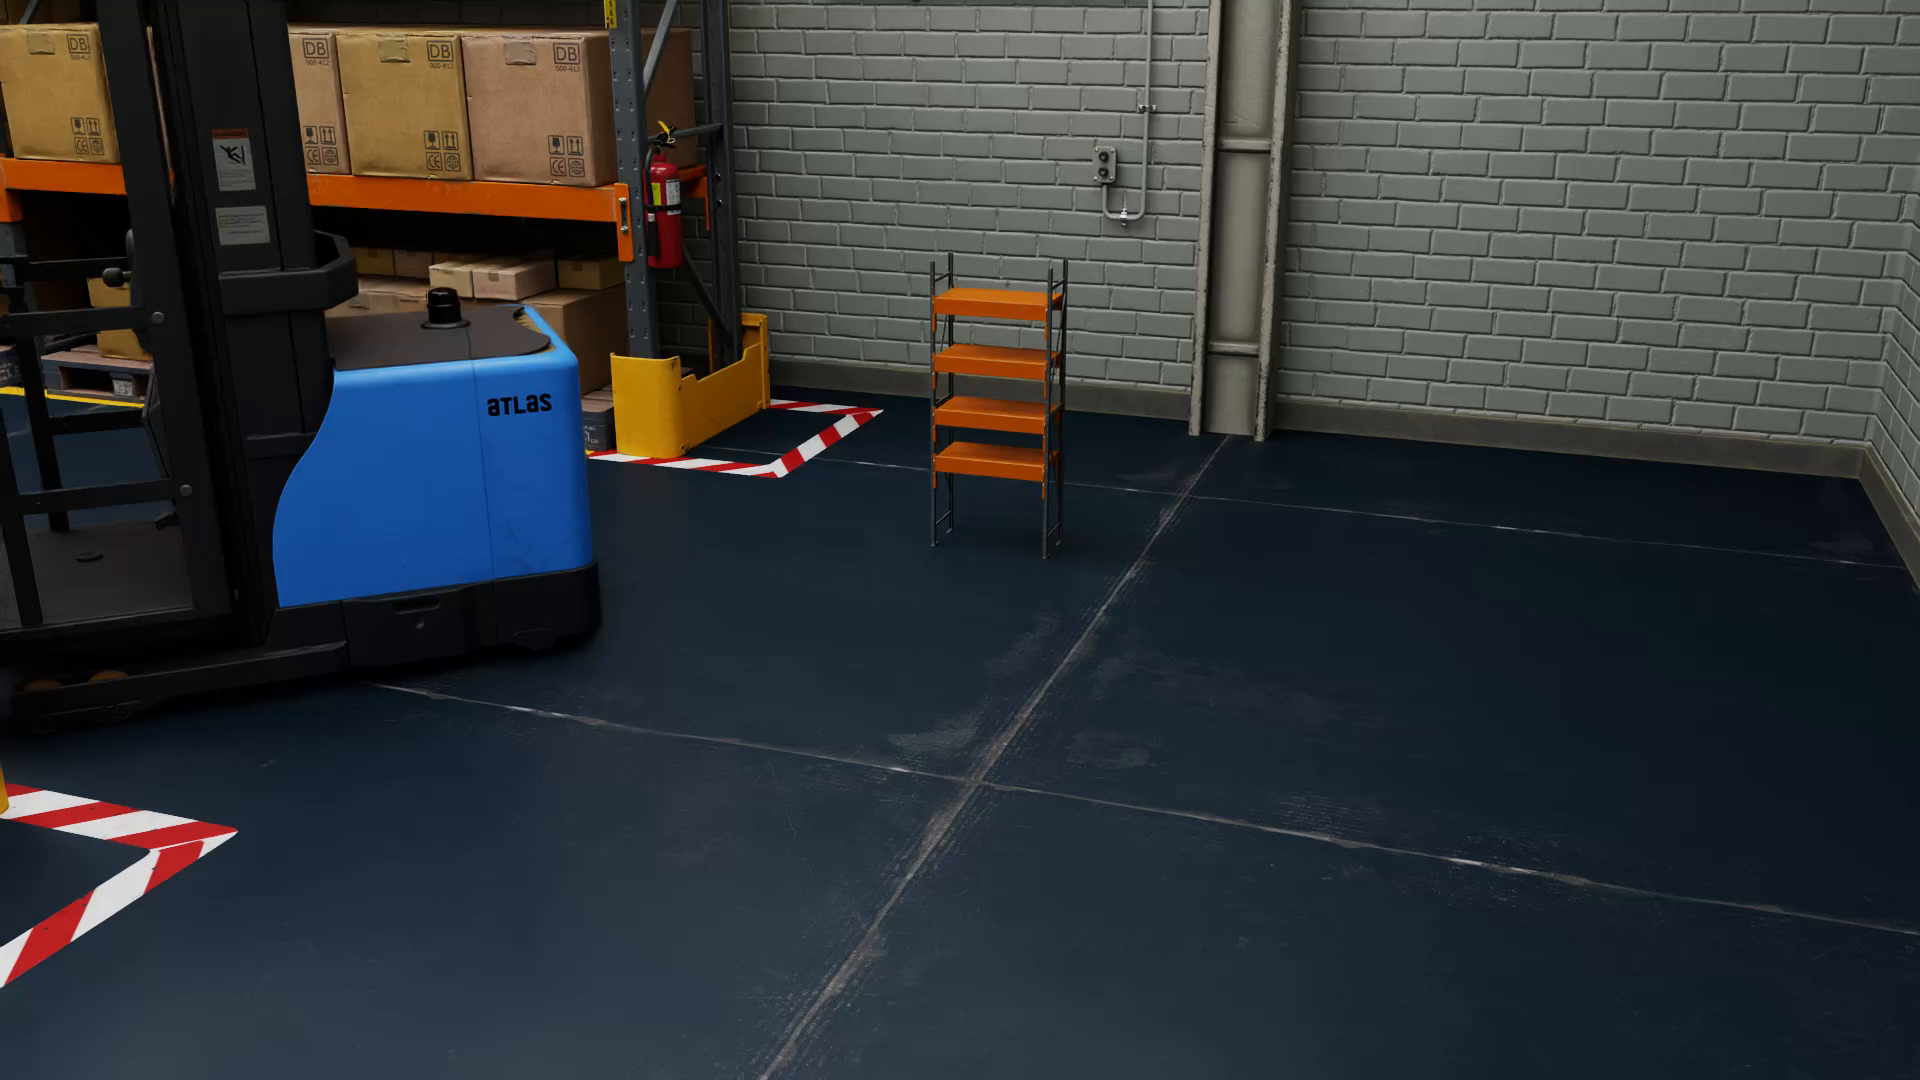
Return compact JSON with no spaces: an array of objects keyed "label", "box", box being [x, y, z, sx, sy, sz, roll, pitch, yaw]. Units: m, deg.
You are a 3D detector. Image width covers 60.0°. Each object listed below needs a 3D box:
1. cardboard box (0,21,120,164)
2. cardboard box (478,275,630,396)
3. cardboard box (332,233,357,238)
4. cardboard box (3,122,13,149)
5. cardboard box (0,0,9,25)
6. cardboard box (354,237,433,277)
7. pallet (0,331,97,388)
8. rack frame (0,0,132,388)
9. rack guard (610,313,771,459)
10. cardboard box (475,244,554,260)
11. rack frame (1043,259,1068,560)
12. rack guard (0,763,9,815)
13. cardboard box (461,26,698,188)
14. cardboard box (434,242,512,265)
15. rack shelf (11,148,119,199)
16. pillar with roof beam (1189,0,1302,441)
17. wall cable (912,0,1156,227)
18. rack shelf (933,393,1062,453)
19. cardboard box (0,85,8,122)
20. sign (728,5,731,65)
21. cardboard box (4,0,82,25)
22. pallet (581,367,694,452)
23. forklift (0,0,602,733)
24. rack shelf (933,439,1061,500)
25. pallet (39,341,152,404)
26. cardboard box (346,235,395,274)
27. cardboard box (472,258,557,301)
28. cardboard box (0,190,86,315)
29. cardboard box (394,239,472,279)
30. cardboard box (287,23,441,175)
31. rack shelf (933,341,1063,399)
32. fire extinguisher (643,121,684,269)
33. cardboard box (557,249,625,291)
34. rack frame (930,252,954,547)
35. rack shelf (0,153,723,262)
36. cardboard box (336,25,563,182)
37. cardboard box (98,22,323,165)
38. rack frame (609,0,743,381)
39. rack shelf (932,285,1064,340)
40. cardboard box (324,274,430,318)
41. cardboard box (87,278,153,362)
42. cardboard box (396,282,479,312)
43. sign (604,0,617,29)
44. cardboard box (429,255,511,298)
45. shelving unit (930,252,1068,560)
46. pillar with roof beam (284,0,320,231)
[{"label":"cardboard box","box":[-4.679,-2.523,9.302,0.700,0.700,0.980,7,20,19]},{"label":"cardboard box","box":[-2.102,-1.076,8.765,0.500,0.500,0.700,7,20,18]},{"label":"cardboard box","box":[-3.600,-1.622,9.347,0.250,0.149,0.380,7,20,19]},{"label":"cardboard box","box":[-5.599,-2.285,9.424,0.250,0.149,0.380,7,20,19]},{"label":"cardboard box","box":[-5.712,-2.967,9.259,0.500,0.250,0.500,7,20,19]},{"label":"cardboard box","box":[-3.116,-1.567,9.189,0.250,0.149,0.380,7,20,19]},{"label":"pallet","box":[-5.940,-1.188,10.165,1.213,0.211,1.003,7,20,18]},{"label":"rack frame","box":[-5.186,-2.445,9.534,0.127,3.000,1.000,7,20,18]},{"label":"rack guard","box":[-1.385,-0.830,8.699,0.348,0.500,1.175,7,20,18]},{"label":"cardboard box","box":[-2.397,-1.485,8.954,0.250,0.149,0.380,7,20,18]},{"label":"rack frame","box":[0.387,-0.522,6.752,0.015,1.200,0.240,7,20,18]},{"label":"rack guard","box":[-3.102,0.700,4.310,0.348,0.500,1.175,7,20,18]},{"label":"cardboard box","box":[-1.893,-2.207,8.394,0.700,0.700,0.980,7,21,21]},{"label":"cardboard box","box":[-2.633,-1.512,9.032,0.250,0.149,0.380,7,20,19]},{"label":"rack shelf","box":[-7.076,-2.322,10.272,4.000,0.370,1.077,7,20,18]},{"label":"pillar with roof beam","box":[0.014,-3.485,3.402,0.400,9.000,9.100,7,20,18]},{"label":"wall cable","box":[0.112,-2.649,8.574,1.851,1.984,0.084,7,20,18]},{"label":"rack shelf","box":[0.156,-0.485,6.850,0.480,0.148,0.258,7,20,18]},{"label":"cardboard box","box":[-5.705,-2.614,9.384,0.500,0.500,0.500,6,20,17]},{"label":"sign","box":[-1.220,-2.631,8.632,0.005,0.325,0.100,7,20,18]},{"label":"cardboard box","box":[-5.535,-3.127,9.717,0.500,0.250,0.500,7,20,20]},{"label":"pallet","box":[-2.189,-0.758,8.932,1.213,0.211,1.003,7,20,18]},{"label":"forklift","box":[-2.860,-0.964,5.390,3.031,2.935,1.130,-8,21,-21]},{"label":"rack shelf","box":[0.156,-0.298,6.915,0.480,0.148,0.258,7,20,18]},{"label":"pallet","box":[-4.494,-1.022,9.688,1.213,0.211,1.003,7,20,18]},{"label":"cardboard box","box":[-3.355,-1.595,9.268,0.250,0.149,0.380,6,20,17]},{"label":"cardboard box","box":[-2.283,-1.339,8.535,0.250,0.149,0.380,6,20,17]},{"label":"cardboard box","box":[-5.843,-1.658,9.904,0.750,0.750,0.750,7,20,19]},{"label":"cardboard box","box":[-2.874,-1.540,9.110,0.250,0.149,0.380,7,20,19]},{"label":"cardboard box","box":[-3.301,-2.367,8.854,0.700,0.700,0.980,6,20,15]},{"label":"rack shelf","box":[0.156,-0.696,6.776,0.480,0.148,0.258,7,20,18]},{"label":"fire extinguisher","box":[-1.417,-1.641,7.910,0.183,0.674,0.296,7,20,18]},{"label":"cardboard box","box":[-1.918,-1.431,8.798,0.250,0.149,0.380,7,20,18]},{"label":"rack frame","box":[-0.074,-0.575,6.903,0.015,1.200,0.240,7,20,18]},{"label":"rack shelf","box":[-3.297,-1.890,9.033,4.000,0.370,1.077,7,20,18]},{"label":"cardboard box","box":[-2.584,-2.282,8.610,0.700,0.700,0.980,6,20,18]},{"label":"cardboard box","box":[-3.992,-2.443,9.071,0.700,0.700,0.980,6,20,17]},{"label":"rack frame","box":[-1.408,-2.013,8.295,0.127,3.000,1.000,7,20,18]},{"label":"rack shelf","box":[0.156,-0.920,6.698,0.480,0.148,0.258,7,20,18]},{"label":"cardboard box","box":[-3.050,-1.184,9.075,0.500,0.500,0.700,6,20,16]},{"label":"cardboard box","box":[-4.514,-1.351,9.553,0.500,0.500,0.700,7,20,19]},{"label":"cardboard box","box":[-2.575,-1.130,8.920,0.500,0.500,0.700,6,20,18]},{"label":"sign","box":[-1.599,-2.505,7.585,0.005,0.325,0.100,7,20,18]},{"label":"cardboard box","box":[-2.525,-1.367,8.614,0.250,0.149,0.380,7,20,20]},{"label":"shelving unit","box":[0.156,-0.549,6.827,0.503,1.200,0.258,7,20,18]},{"label":"pillar with roof beam","box":[-5.654,-4.133,5.261,0.400,9.000,9.100,7,20,18]}]
